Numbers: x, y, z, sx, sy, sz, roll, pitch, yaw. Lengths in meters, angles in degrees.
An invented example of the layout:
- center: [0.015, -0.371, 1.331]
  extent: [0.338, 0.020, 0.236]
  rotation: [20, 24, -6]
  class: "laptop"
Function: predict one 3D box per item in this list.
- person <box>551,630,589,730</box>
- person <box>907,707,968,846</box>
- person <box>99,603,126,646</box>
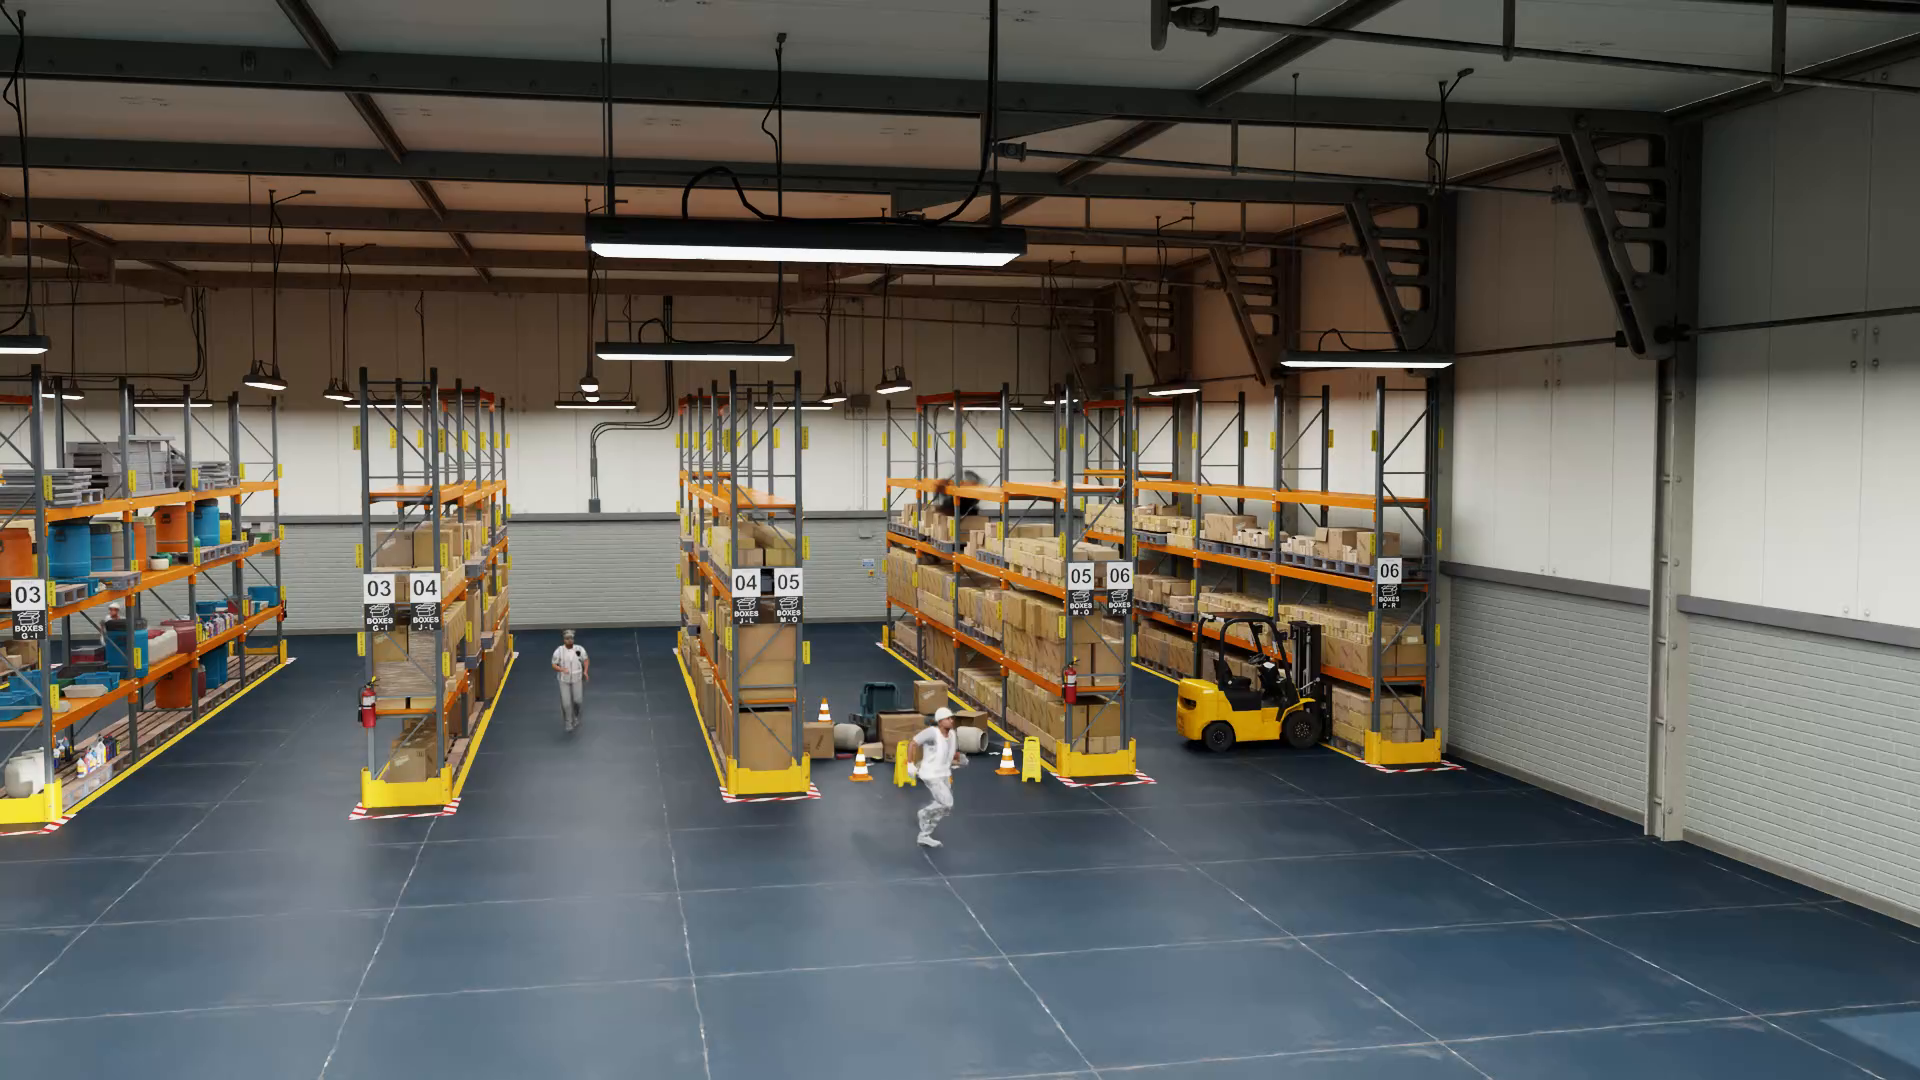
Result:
- center: [-6.715, 2.417, 28.709]
  extent: [0.651, 1.743, 0.607]
  rotation: [-1, 4, -16]
  class: "person"
- center: [-0.227, 2.920, 20.442]
  extent: [0.651, 1.724, 0.732]
  rotation: [2, 4, 35]
  class: "person"
- center: [-16.950, 2.130, 33.335]
  extent: [0.647, 1.750, 0.735]
  rotation: [-1, 3, -13]
  class: "person"
